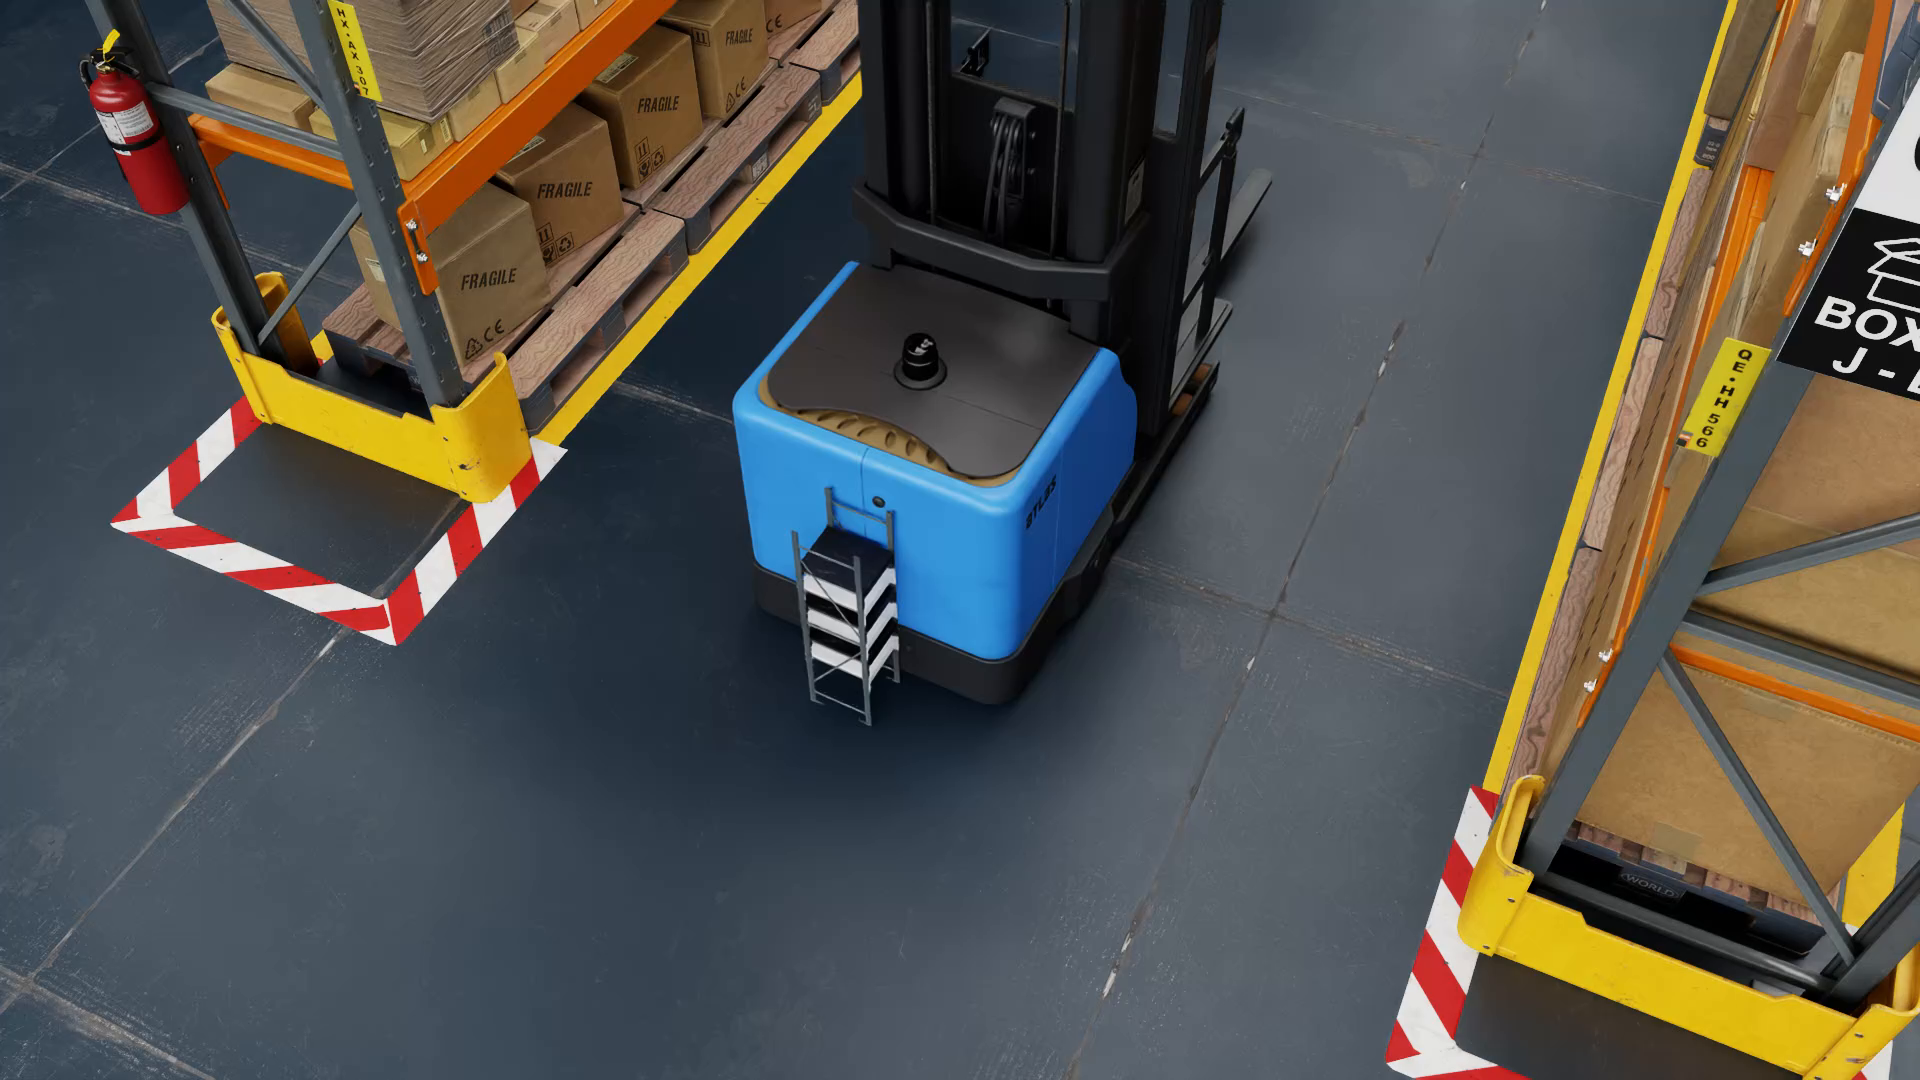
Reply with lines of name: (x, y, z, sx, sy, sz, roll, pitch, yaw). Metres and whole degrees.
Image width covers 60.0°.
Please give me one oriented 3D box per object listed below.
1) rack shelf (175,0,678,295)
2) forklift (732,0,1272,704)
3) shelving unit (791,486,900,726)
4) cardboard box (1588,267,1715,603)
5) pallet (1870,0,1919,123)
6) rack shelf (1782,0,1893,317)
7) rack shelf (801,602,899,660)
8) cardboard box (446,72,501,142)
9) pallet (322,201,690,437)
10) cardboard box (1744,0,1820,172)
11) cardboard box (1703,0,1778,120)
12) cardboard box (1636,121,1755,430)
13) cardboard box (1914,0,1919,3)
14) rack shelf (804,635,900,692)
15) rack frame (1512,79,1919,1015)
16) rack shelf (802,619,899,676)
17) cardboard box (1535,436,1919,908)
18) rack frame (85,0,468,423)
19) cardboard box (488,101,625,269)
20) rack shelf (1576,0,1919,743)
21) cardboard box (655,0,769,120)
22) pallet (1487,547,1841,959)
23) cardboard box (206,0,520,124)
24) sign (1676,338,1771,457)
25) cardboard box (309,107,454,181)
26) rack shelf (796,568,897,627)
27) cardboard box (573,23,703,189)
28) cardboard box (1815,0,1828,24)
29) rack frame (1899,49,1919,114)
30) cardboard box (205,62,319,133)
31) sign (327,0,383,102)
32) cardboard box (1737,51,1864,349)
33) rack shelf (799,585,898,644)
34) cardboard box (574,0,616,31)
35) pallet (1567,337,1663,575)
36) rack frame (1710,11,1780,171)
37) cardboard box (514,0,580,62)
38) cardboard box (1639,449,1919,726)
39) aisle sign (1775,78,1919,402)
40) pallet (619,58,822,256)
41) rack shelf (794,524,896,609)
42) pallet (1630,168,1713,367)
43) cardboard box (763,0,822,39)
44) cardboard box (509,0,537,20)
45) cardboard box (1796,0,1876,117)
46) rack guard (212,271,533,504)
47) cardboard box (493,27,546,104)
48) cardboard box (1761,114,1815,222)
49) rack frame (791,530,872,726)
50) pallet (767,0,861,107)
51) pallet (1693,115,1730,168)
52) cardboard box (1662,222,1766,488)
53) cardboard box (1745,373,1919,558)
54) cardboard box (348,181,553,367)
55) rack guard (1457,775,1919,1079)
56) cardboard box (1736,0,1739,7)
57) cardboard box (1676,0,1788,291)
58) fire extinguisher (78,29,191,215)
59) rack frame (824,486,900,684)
rack shelf: (-1.439, -2.495, 6.876, 1.077, 0.370, 4.000, 20, 52, 16)
forklift: (0.387, -1.521, 5.619, 1.130, 2.935, 3.031, 21, 53, 17)
shelving unit: (-0.364, 0.236, 5.458, 0.258, 0.900, 0.210, 21, 53, 17)
cardboard box: (2.752, -0.210, 5.579, 0.875, 0.875, 0.875, 19, 52, 16)
pallet: (2.456, -1.125, 3.327, 1.003, 0.211, 1.213, 20, 52, 16)
rack shelf: (3.003, -1.784, 4.301, 1.077, 0.370, 4.000, 20, 52, 16)
rack shelf: (-0.364, 0.258, 5.484, 0.258, 0.077, 0.200, 21, 53, 17)
cardboard box: (-1.832, -1.554, 5.768, 0.380, 0.149, 0.250, 20, 52, 16)
pallet: (-1.882, -1.048, 7.003, 1.003, 0.211, 1.213, 20, 52, 16)
cardboard box: (3.159, -1.493, 5.453, 0.875, 0.550, 0.550, 20, 52, 16)
cardboard box: (4.041, -2.286, 7.427, 1.050, 0.750, 0.750, 20, 52, 16)
cardboard box: (3.144, -0.837, 6.112, 0.875, 0.875, 0.875, 20, 53, 16)
cardboard box: (1.984, -1.066, 3.042, 0.380, 0.149, 0.250, 20, 52, 16)
rack shelf: (-0.364, 0.374, 5.621, 0.258, 0.077, 0.200, 21, 53, 17)
rack frame: (2.148, 0.332, 3.998, 1.000, 3.000, 0.127, 20, 52, 16)
rack shelf: (-0.364, 0.316, 5.552, 0.258, 0.077, 0.200, 21, 53, 17)
cardboard box: (2.378, 0.396, 5.063, 0.875, 0.875, 0.875, 20, 53, 16)
rack frame: (-2.293, -1.351, 5.430, 1.000, 3.000, 0.127, 20, 52, 16)
cardboard box: (-1.787, -1.525, 6.943, 0.500, 0.500, 0.500, 33, 57, 25)
rack shelf: (3.003, -0.812, 5.444, 1.077, 0.370, 4.000, 20, 52, 16)
cardboard box: (-1.223, -2.319, 7.619, 0.500, 0.500, 0.500, 16, 51, 13)
pallet: (2.419, 0.660, 5.550, 1.003, 0.211, 1.213, 20, 52, 16)
cardboard box: (-2.033, -1.850, 5.593, 0.875, 0.500, 0.500, 20, 52, 16)
sign: (1.664, -0.306, 3.625, 0.100, 0.325, 0.005, 20, 52, 16)
cardboard box: (-1.956, -1.388, 5.627, 0.380, 0.149, 0.250, 20, 52, 16)
rack shelf: (-0.364, 0.141, 5.347, 0.258, 0.077, 0.200, 21, 53, 17)
cardboard box: (-1.502, -1.949, 7.305, 0.500, 0.500, 0.500, 24, 54, 19)
cardboard box: (3.184, -1.834, 5.034, 0.875, 0.550, 0.550, 20, 52, 16)
rack frame: (2.148, -1.612, 1.713, 1.000, 3.000, 0.127, 20, 52, 16)
cardboard box: (-2.358, -1.533, 5.750, 0.380, 0.149, 0.250, 20, 52, 16)
sign: (-1.802, -1.455, 4.950, 0.100, 0.325, 0.005, 20, 52, 16)
cardboard box: (2.493, -0.718, 4.084, 0.875, 0.550, 0.550, 20, 52, 16)
rack shelf: (-0.364, 0.199, 5.415, 0.258, 0.077, 0.200, 21, 53, 17)
cardboard box: (-1.510, -2.070, 6.207, 0.380, 0.149, 0.250, 20, 52, 16)
pallet: (2.942, -0.177, 6.262, 1.003, 0.211, 1.213, 20, 52, 16)
rack frame: (3.857, -2.422, 6.341, 1.000, 3.000, 0.127, 20, 52, 16)
cardboard box: (-1.623, -1.901, 6.063, 0.380, 0.149, 0.250, 20, 52, 16)
cardboard box: (2.266, 0.013, 4.171, 0.875, 0.550, 0.550, 20, 52, 16)
aisle sign: (1.847, -0.559, 3.049, 0.394, 0.787, 0.004, 20, 52, 16)
pallet: (-1.359, -1.885, 7.715, 1.003, 0.211, 1.213, 20, 52, 16)
rack shelf: (-0.364, 0.083, 5.278, 0.258, 0.077, 0.200, 21, 53, 17)
pallet: (3.462, -1.020, 6.980, 1.003, 0.211, 1.213, 20, 52, 16)
cardboard box: (-1.029, -2.772, 8.005, 0.500, 0.500, 0.500, 36, 58, 27)
cardboard box: (-1.928, -2.233, 5.920, 0.875, 0.500, 0.500, 20, 52, 16)
cardboard box: (2.964, -1.467, 4.721, 0.875, 0.550, 0.500, 20, 52, 16)
rack guard: (-2.261, -0.593, 6.427, 1.175, 0.500, 0.348, 20, 52, 16)
cardboard box: (-1.711, -1.722, 5.910, 0.380, 0.149, 0.250, 20, 52, 16)
cardboard box: (3.023, -1.096, 5.114, 0.875, 0.550, 0.500, 20, 52, 16)
rack frame: (-0.410, 0.305, 5.400, 0.240, 0.900, 0.006, 21, 53, 17)
pallet: (-0.839, -2.728, 8.433, 1.003, 0.211, 1.213, 20, 52, 16)
pallet: (4.119, -2.074, 7.876, 1.003, 0.211, 1.213, 20, 52, 16)
cardboard box: (2.481, -0.372, 4.499, 0.875, 0.550, 0.550, 20, 52, 16)
cardboard box: (2.342, -0.309, 3.736, 0.875, 0.550, 0.550, 20, 52, 16)
cardboard box: (-2.011, -1.102, 6.583, 0.500, 0.500, 0.500, 29, 55, 22)
rack guard: (2.138, 1.159, 4.936, 1.175, 0.500, 0.348, 20, 52, 16)
cardboard box: (4.457, -2.949, 7.991, 1.050, 0.750, 0.750, 20, 52, 16)
cardboard box: (3.525, -1.459, 6.642, 0.875, 0.875, 0.875, 21, 53, 17)
fire extinguisher: (-2.759, -1.397, 5.520, 0.296, 0.674, 0.183, 20, 52, 16)
rack frame: (-0.317, 0.167, 5.517, 0.240, 0.900, 0.006, 21, 53, 17)
